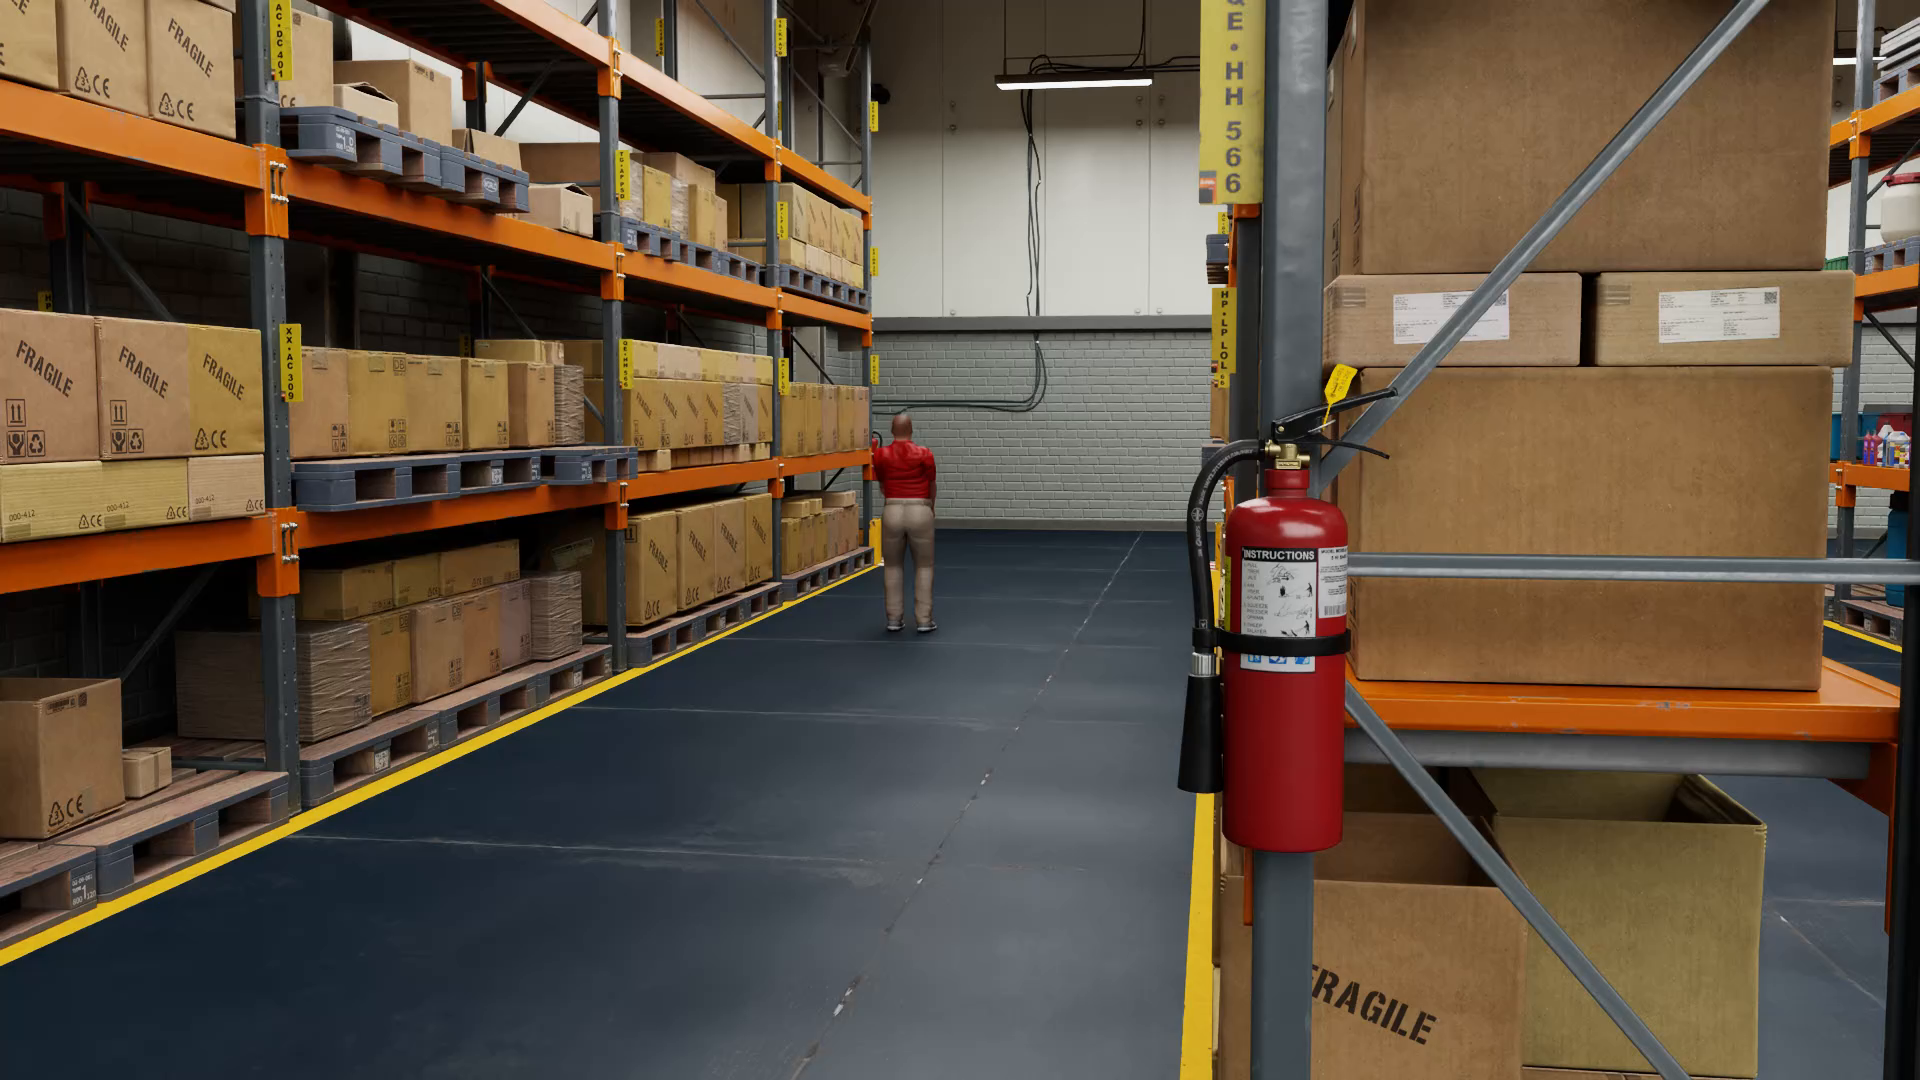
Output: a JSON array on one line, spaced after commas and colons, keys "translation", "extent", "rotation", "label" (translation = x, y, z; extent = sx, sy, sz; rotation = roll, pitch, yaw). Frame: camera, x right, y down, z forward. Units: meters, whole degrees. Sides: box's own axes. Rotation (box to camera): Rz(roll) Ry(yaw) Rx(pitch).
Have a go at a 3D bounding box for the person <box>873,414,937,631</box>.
[{"translation": [-0.417, -0.144, 13.181], "extent": [0.493, 1.712, 0.531], "rotation": [1, 4, 9], "label": "person"}]
